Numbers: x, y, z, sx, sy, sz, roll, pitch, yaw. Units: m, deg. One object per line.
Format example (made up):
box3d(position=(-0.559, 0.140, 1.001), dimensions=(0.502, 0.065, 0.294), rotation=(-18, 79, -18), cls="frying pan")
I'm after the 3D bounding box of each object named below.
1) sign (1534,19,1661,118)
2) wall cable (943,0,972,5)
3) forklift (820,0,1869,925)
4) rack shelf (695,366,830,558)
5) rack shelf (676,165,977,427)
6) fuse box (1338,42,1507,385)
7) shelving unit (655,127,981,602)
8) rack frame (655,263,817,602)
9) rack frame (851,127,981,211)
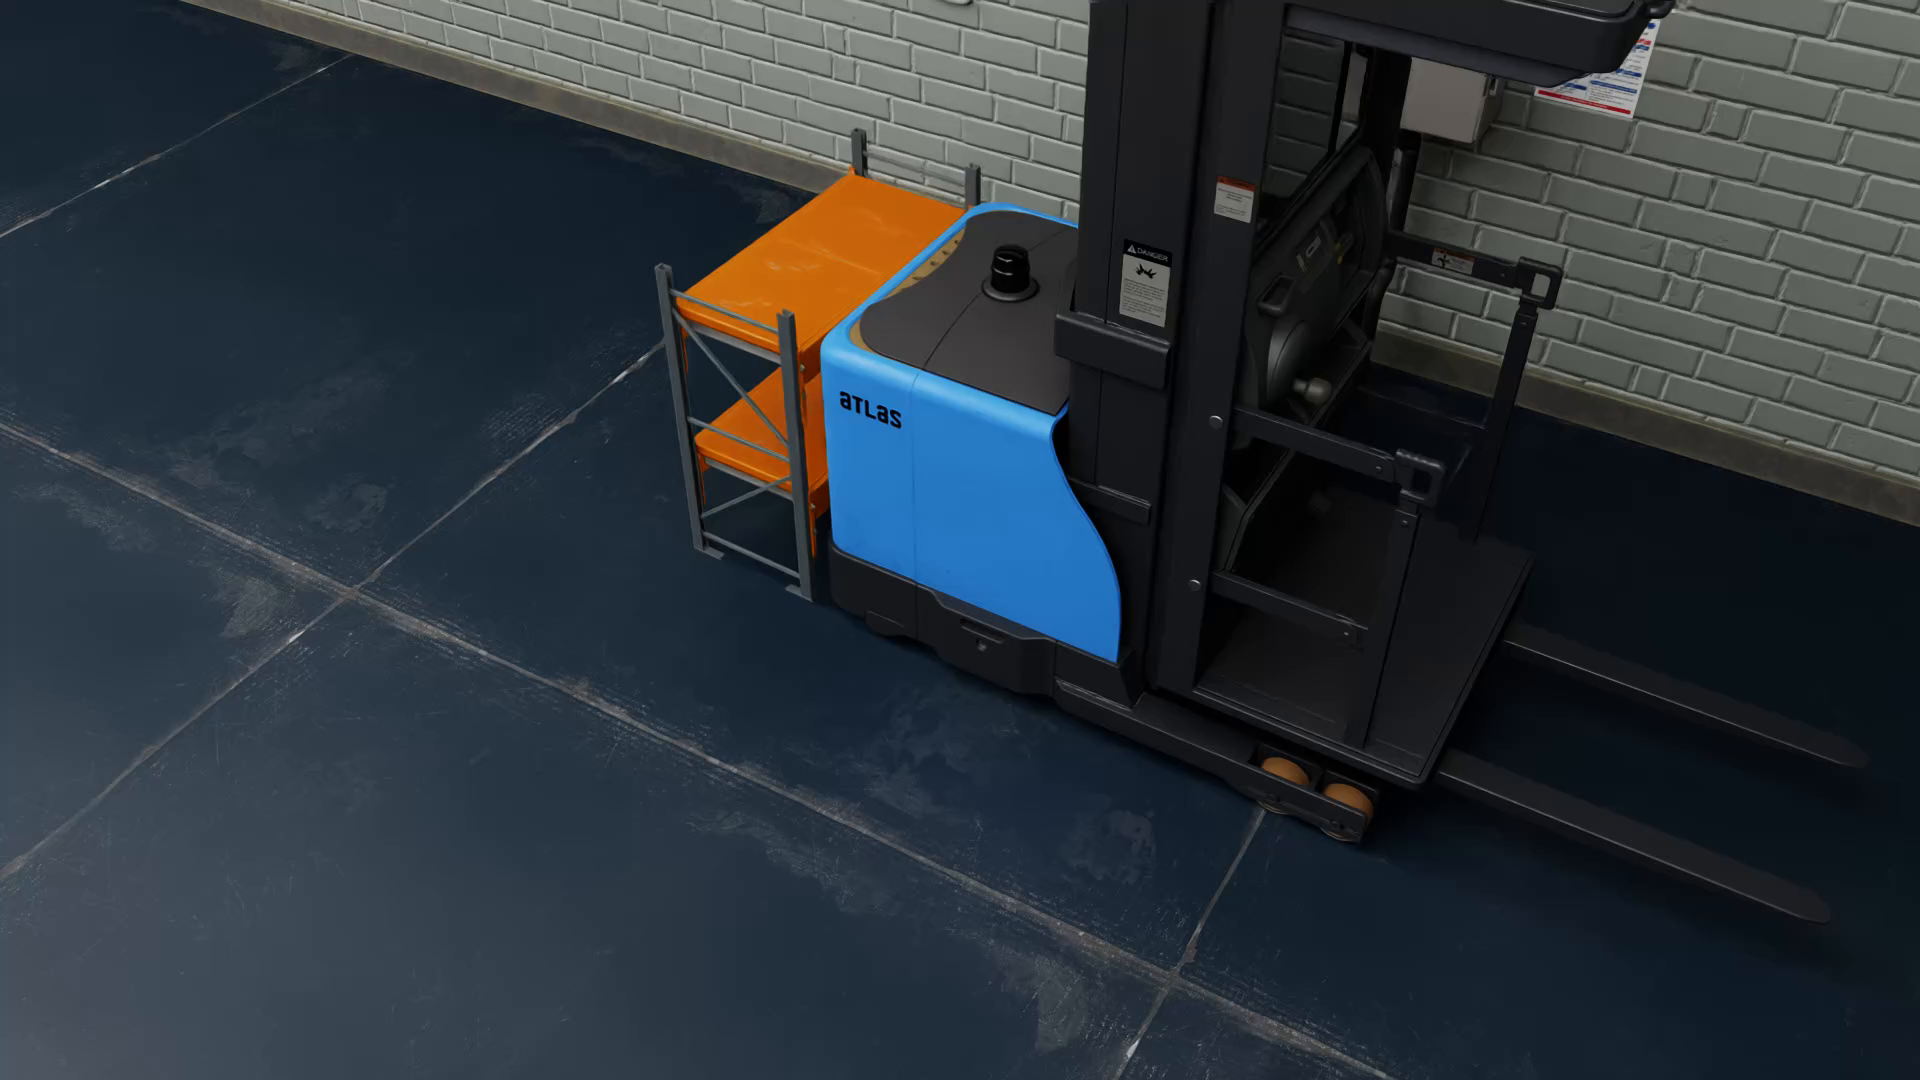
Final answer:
box3d(position=(2.087, -1.637, 5.411), dimensions=(0.329, 0.494, 0.001), rotation=(21, 45, 22), cls="sign")
box3d(position=(-0.190, -2.889, 5.968), dimensions=(0.585, 1.953, 0.123), rotation=(21, 45, 22), cls="wall cable")
box3d(position=(1.109, -0.642, 4.262), dimensions=(3.031, 2.935, 1.130), rotation=(21, 46, 23), cls="forklift")
box3d(position=(-0.423, -0.413, 5.738), dimensions=(0.538, 0.278, 1.000), rotation=(23, 46, 24), cls="rack shelf")
box3d(position=(-0.423, -0.816, 5.383), dimensions=(0.538, 0.278, 1.000), rotation=(23, 46, 24), cls="rack shelf")
box3d(position=(1.555, -1.234, 5.856), dimensions=(0.539, 1.711, 0.414), rotation=(21, 45, 22), cls="fuse box")
box3d(position=(-0.423, -0.597, 5.576), dimensions=(0.538, 1.125, 1.048), rotation=(23, 46, 24), cls="shelving unit")
box3d(position=(-0.695, -0.313, 5.254), dimensions=(0.500, 1.125, 0.032), rotation=(23, 46, 24), cls="rack frame")
box3d(position=(-0.150, -0.880, 5.898), dimensions=(0.500, 1.125, 0.032), rotation=(23, 46, 24), cls="rack frame")
